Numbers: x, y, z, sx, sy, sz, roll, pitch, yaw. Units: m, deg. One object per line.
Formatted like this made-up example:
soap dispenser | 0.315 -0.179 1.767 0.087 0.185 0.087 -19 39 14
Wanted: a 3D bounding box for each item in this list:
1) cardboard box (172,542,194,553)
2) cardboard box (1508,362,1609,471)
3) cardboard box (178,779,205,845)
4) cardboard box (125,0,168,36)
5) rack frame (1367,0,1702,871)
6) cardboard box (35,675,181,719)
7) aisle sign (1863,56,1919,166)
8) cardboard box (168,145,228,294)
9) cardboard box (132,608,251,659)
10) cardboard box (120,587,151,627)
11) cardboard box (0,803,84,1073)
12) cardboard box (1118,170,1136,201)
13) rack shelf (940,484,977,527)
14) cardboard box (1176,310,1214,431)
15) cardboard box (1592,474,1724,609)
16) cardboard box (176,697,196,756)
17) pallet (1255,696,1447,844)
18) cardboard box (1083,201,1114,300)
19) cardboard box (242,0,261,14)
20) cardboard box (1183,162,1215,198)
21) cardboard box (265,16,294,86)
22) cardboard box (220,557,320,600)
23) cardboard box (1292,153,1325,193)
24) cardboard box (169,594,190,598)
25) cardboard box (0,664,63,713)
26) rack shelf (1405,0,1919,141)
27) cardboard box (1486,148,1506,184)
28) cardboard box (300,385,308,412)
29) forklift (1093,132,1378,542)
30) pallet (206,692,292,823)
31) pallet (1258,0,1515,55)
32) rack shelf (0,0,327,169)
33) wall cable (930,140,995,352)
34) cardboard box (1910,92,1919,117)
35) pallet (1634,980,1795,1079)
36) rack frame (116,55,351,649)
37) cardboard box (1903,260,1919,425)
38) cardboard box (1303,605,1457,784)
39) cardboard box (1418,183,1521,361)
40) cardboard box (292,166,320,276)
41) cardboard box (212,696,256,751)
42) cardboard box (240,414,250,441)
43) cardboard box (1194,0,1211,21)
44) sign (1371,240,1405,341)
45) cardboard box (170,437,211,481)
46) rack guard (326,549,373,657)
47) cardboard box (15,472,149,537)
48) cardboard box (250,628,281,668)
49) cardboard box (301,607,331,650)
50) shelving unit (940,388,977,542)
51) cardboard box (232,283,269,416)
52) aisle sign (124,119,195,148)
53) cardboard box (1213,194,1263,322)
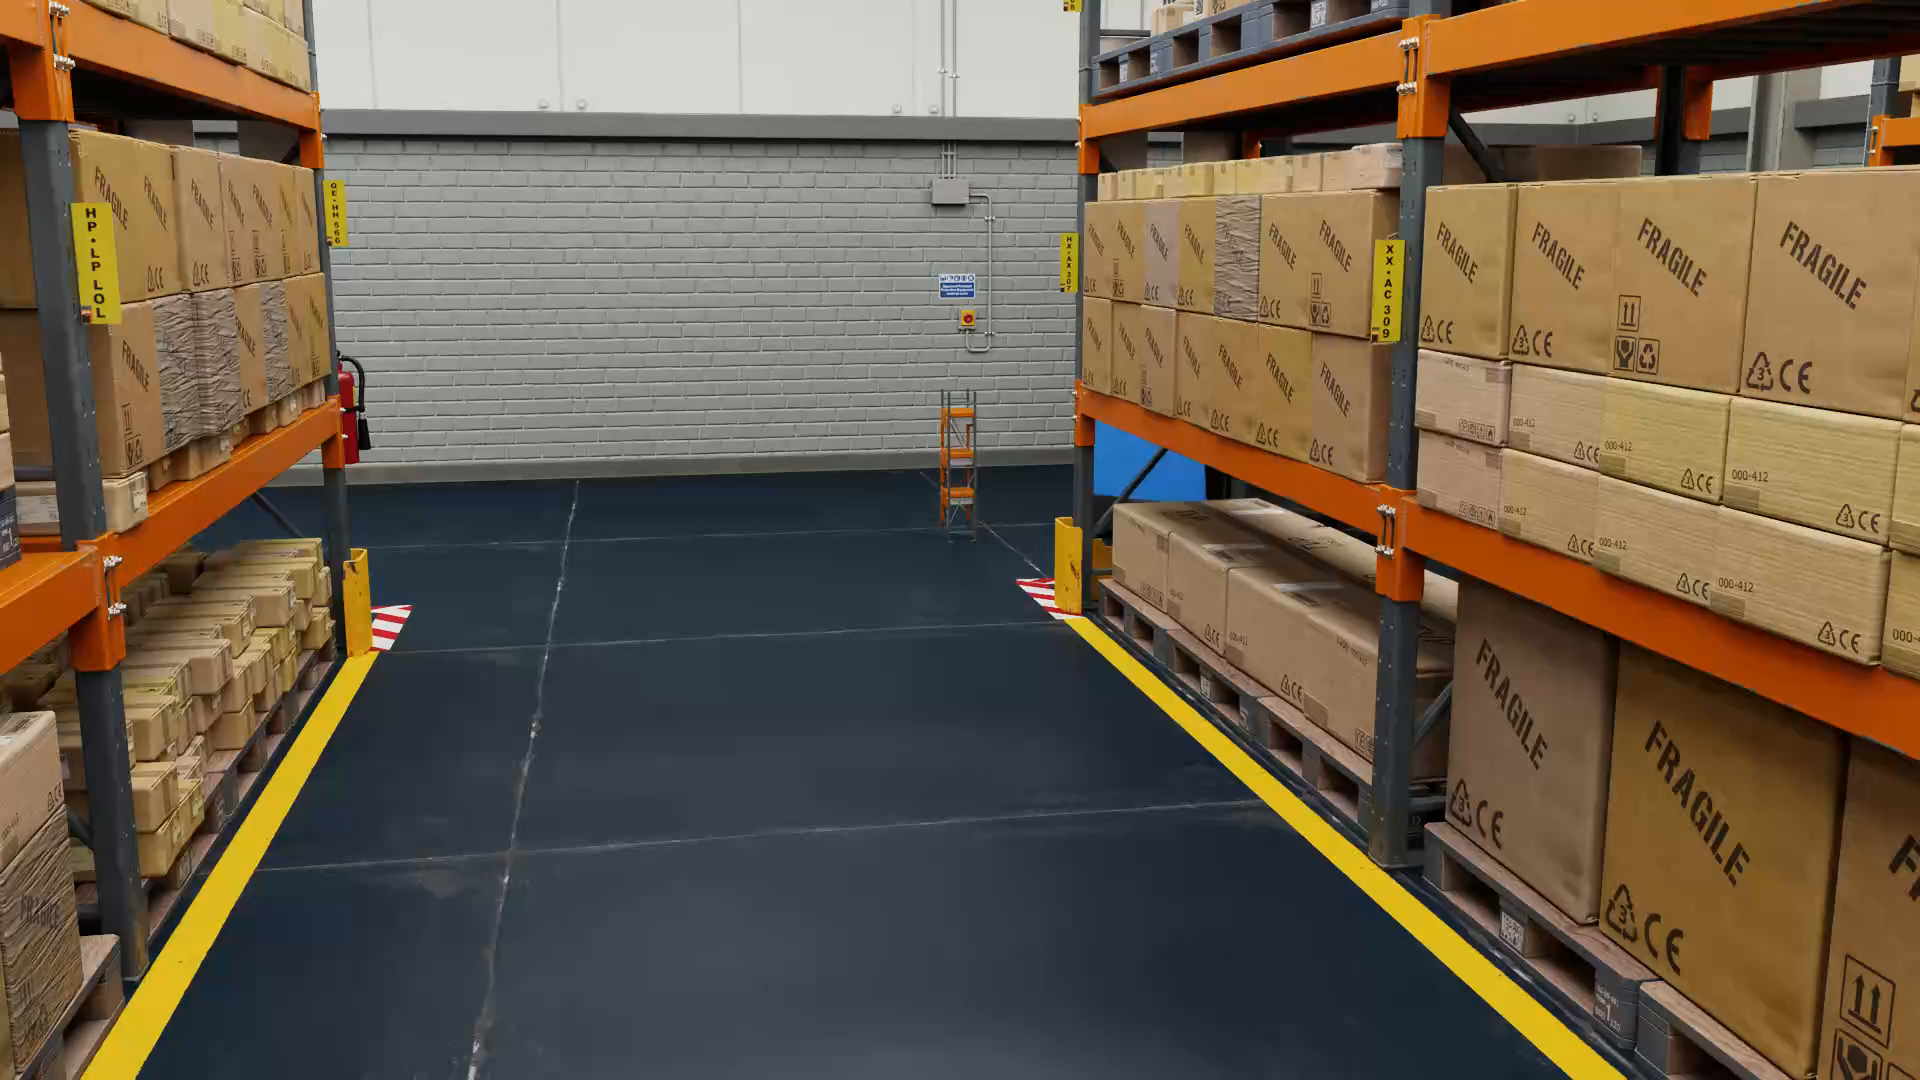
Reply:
cardboard box | -3.914 0.111 8.002 0.380 0.149 0.250 -3 11 -14
cardboard box | 1.869 -0.351 4.581 0.500 0.250 0.500 -2 11 -10
cardboard box | -2.712 0.901 5.442 0.380 0.149 0.250 -2 11 -9
cardboard box | -2.842 -1.752 5.257 0.500 0.250 0.500 -2 11 -12
rack frame | 1.931 -0.364 5.589 1.000 3.000 0.127 -2 11 -11
cardboard box | -2.861 0.568 5.600 0.380 0.149 0.250 -2 11 -12
aisle sign | 5.720 -2.558 10.162 0.394 0.787 0.004 -2 11 -11
cardboard box | -2.937 -1.132 5.885 0.500 0.500 0.500 -2 11 -10
cardboard box | -3.047 0.378 6.600 0.380 0.149 0.250 -2 11 -11
cardboard box | -3.645 0.302 7.000 0.380 0.149 0.250 -2 11 -9
cardboard box | -2.513 0.982 4.075 0.500 0.500 0.500 -2 11 -12
cardboard box | 1.010 -1.785 8.374 0.380 0.149 0.250 -2 11 -9
rack shelf | -0.010 -0.242 11.704 0.215 0.259 0.240 -2 11 -11
cardboard box | 1.286 -0.772 7.462 0.500 0.500 0.500 -2 11 -9
cardboard box | 1.944 -0.011 4.133 0.500 0.250 0.500 -2 11 -11
cardboard box | -2.931 0.668 5.871 0.380 0.149 0.250 -3 11 -14
pallet | 1.860 0.863 6.597 1.003 0.211 1.213 -2 11 -11
cardboard box | 0.967 -1.540 8.824 0.500 0.500 0.500 -2 11 -12
cardboard box | -3.146 -2.282 6.705 0.500 0.250 0.500 -2 11 -10
cardboard box | 1.211 -1.596 7.383 0.380 0.149 0.250 -2 11 -12
cardboard box | -3.228 -2.132 7.256 0.500 0.250 0.500 -2 11 -11
cardboard box | -3.163 0.181 7.632 0.380 0.149 0.250 -2 11 -12
cardboard box | 1.509 -1.413 6.419 0.380 0.149 0.250 -2 11 -11
cardboard box | -3.700 0.348 7.552 0.380 0.149 0.250 -2 11 -10
cardboard box | -3.347 0.539 5.753 0.380 0.149 0.250 -2 11 -9
rack shelf | 2.320 -1.118 3.449 1.077 0.370 4.000 -2 11 -11
cardboard box | 2.059 -1.337 6.023 0.380 0.149 0.250 -2 11 -10
cardboard box | -3.330 -0.680 7.917 0.380 0.149 0.250 -2 11 -11
forklift | 2.318 -1.387 11.143 3.031 2.935 1.130 8 13 35
pallet | -3.310 0.858 6.625 1.003 0.211 1.213 -2 11 -11
pallet | 1.783 -1.945 6.107 1.003 0.211 1.213 -2 11 -11
rack shelf | -3.293 -1.653 6.260 1.077 0.370 4.000 -2 11 -11
wall cable | 0.034 -2.646 14.775 0.585 1.953 0.123 -2 11 -11
cardboard box | 5.855 -2.563 9.787 0.380 0.149 0.250 -2 11 -10
pallet | 2.396 1.368 3.943 1.003 0.211 1.213 -2 11 -11
rack frame | -3.682 -0.900 8.400 1.000 3.000 0.127 -2 11 -11
cardboard box | 2.154 -0.442 3.053 0.500 0.500 0.500 -2 11 -11
cardboard box | 1.915 0.569 6.415 0.875 0.438 0.875 -2 11 -12
cardboard box | 1.735 -0.814 5.007 0.500 0.500 0.500 -2 11 -10
cardboard box | -3.349 -1.511 7.876 0.500 0.500 0.500 -2 11 -12
cardboard box | -2.952 0.713 6.428 0.380 0.149 0.250 -2 11 -13
cardboard box | -3.178 -0.487 6.906 0.380 0.149 0.250 -3 11 -13
cardboard box | 1.396 -2.507 7.671 0.500 0.311 0.500 -2 11 -10
sign | 1.387 -0.808 5.393 0.100 0.325 0.005 -2 11 -11
cardboard box | -2.897 -0.297 5.905 0.380 0.149 0.250 -2 11 -10
rack guard | -3.668 0.342 8.561 1.175 0.500 0.348 -2 11 -11
cardboard box | -2.639 -0.106 4.905 0.380 0.149 0.250 -2 11 -9
cardboard box | -3.052 0.472 6.898 0.380 0.149 0.250 -2 11 -8
cardboard box | -3.226 0.427 7.932 0.380 0.149 0.250 -2 11 -9
shelving unit | -0.010 -0.526 11.650 0.215 1.050 0.252 -2 11 -11
cardboard box | -3.053 -0.743 6.513 0.500 0.500 0.500 -2 11 -8
aisle sign | -3.991 -2.179 8.170 0.394 0.787 0.004 -2 11 -11
cardboard box | 1.370 -1.168 6.867 0.500 0.500 0.500 -2 11 -10
